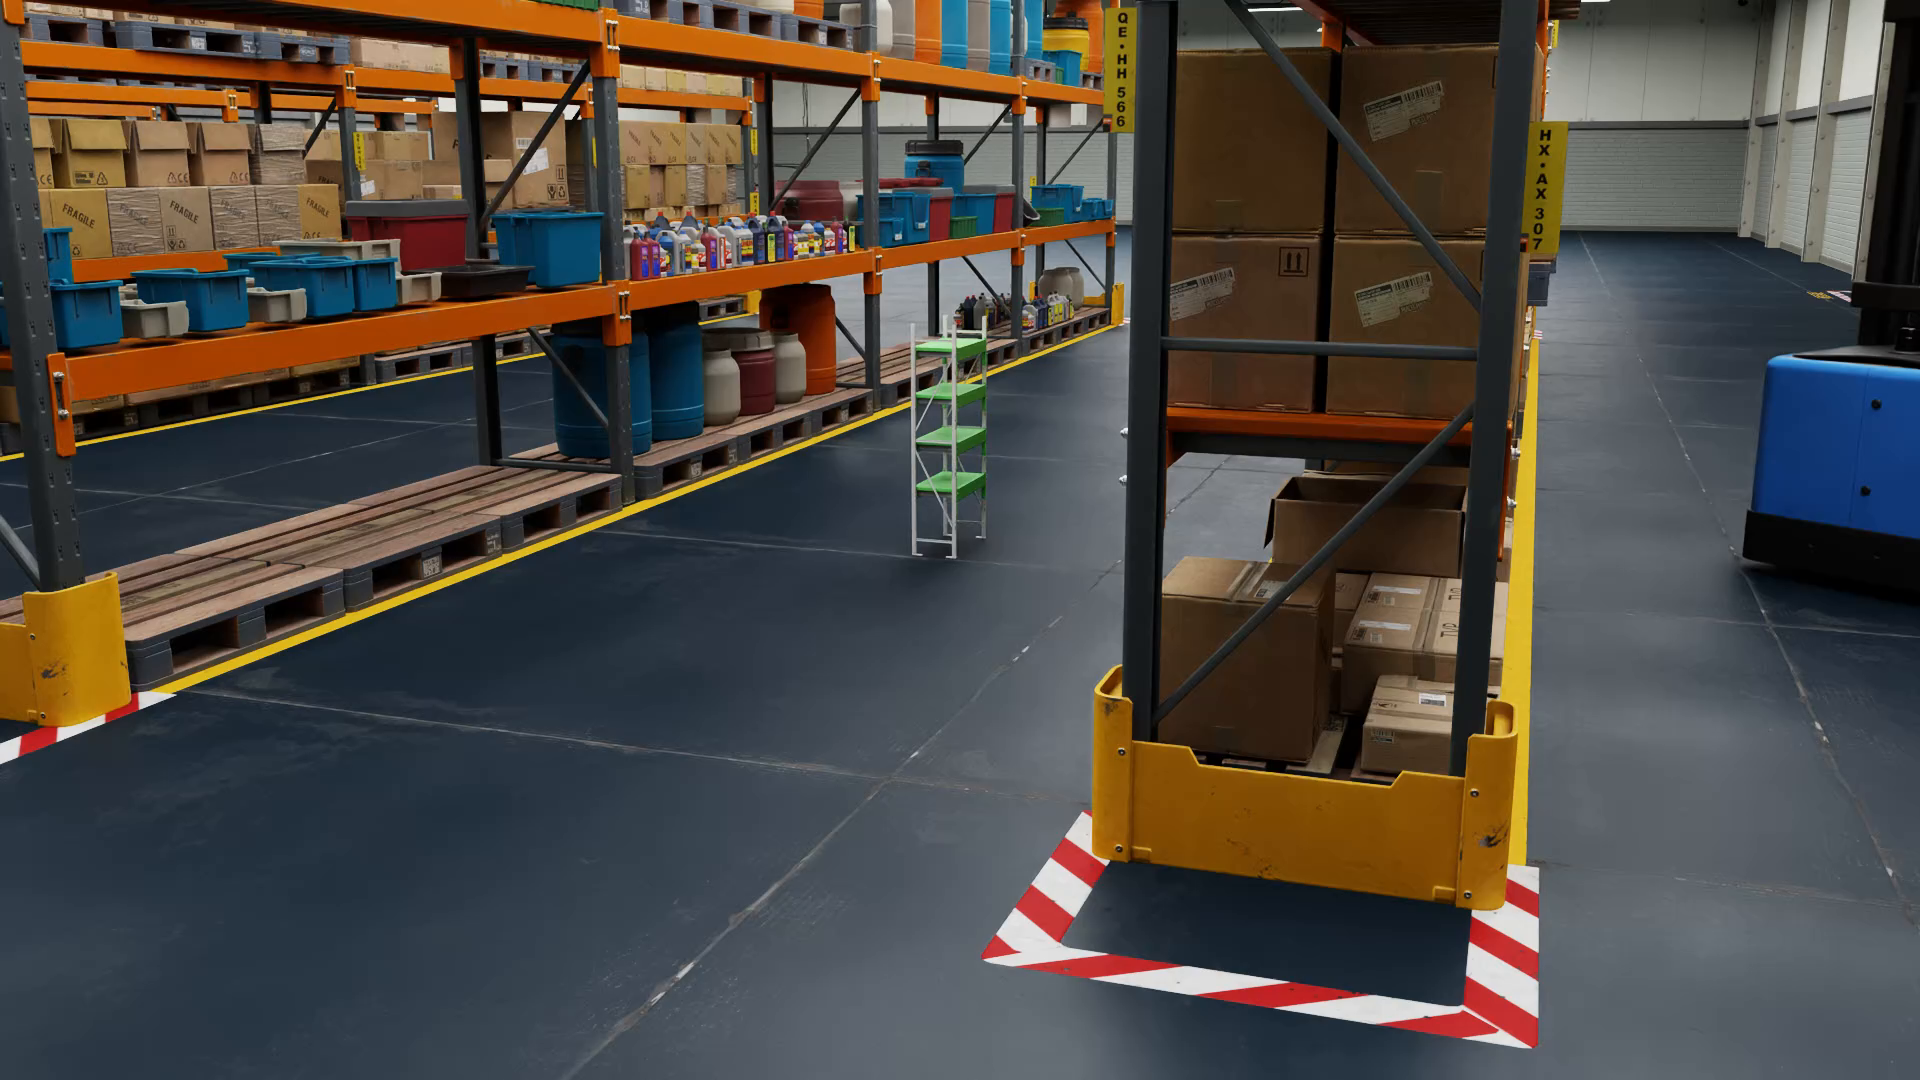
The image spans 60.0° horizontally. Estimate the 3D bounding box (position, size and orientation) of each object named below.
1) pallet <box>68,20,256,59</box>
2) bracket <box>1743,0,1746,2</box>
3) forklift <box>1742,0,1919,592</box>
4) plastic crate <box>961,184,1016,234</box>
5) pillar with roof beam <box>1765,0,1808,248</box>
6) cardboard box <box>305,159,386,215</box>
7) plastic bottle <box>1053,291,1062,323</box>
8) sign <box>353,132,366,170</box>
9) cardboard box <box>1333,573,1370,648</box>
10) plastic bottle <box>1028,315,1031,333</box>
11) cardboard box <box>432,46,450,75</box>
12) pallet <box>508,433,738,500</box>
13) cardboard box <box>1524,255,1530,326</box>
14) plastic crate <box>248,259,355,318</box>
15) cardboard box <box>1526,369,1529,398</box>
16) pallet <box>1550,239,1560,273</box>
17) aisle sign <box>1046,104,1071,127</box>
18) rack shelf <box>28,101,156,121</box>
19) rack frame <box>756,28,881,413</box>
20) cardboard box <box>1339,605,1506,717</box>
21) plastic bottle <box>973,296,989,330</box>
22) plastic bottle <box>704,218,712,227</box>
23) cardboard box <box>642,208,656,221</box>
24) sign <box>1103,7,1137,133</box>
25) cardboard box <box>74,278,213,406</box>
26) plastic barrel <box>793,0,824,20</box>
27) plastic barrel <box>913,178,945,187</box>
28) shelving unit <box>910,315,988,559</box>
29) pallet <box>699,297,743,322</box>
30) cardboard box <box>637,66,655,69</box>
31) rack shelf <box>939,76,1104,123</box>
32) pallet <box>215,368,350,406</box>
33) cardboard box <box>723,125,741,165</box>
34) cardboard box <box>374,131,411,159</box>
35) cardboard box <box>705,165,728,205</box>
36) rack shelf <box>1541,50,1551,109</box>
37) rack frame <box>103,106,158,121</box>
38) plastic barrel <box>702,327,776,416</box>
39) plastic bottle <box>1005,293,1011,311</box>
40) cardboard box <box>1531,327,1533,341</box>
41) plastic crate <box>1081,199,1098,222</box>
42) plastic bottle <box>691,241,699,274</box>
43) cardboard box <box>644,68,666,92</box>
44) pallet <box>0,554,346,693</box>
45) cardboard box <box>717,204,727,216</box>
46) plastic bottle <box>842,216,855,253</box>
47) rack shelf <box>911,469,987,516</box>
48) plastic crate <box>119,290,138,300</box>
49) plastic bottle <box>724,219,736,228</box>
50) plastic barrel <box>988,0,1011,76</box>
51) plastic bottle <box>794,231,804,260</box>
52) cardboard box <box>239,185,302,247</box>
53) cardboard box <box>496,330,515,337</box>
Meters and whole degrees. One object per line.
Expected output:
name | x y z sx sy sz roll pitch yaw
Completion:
pallet | -6.344 -3.900 13.019 1.003 0.211 1.213 5 14 21
bracket | 21.495 -14.794 45.492 0.076 0.066 3.189 4 14 18
forklift | 5.377 -1.388 8.483 3.031 2.935 1.130 -10 16 -37
plastic crate | 0.287 -3.298 16.552 0.402 0.464 0.583 4 14 18
pillar with roof beam | 15.107 -11.598 39.579 9.100 9.000 0.400 4 14 18
cardboard box | -5.690 -3.275 15.428 0.500 0.500 0.500 3 13 11
plastic bottle | 1.067 -2.622 18.700 0.144 0.351 0.185 5 14 21
sign | -5.300 -3.430 14.674 0.100 0.325 0.005 4 14 18
cardboard box | 1.236 0.289 6.170 0.500 0.250 0.500 4 14 18
plastic bottle | 0.705 -2.298 17.615 0.097 0.201 0.097 0 13 0
cardboard box | -5.110 -4.592 15.962 0.500 0.250 0.500 5 14 20
pallet | -2.145 -0.506 10.732 1.003 0.211 1.213 4 14 18
cardboard box | 2.003 -1.057 6.653 0.500 0.500 0.500 5 14 20
plastic crate | -2.911 -1.117 7.383 0.416 0.233 0.300 4 14 18
cardboard box | 4.155 -1.250 12.961 0.500 0.250 0.500 4 13 17
pallet | 3.393 -1.950 11.221 1.213 0.211 1.003 4 14 18
aisle sign | 1.195 -5.537 20.662 0.394 0.787 0.004 4 14 18
rack shelf | -13.262 -5.994 23.382 1.077 0.370 4.000 4 14 18
rack frame | -1.140 -2.549 13.413 1.000 3.000 0.127 4 14 18
cardboard box | 1.564 0.420 5.597 0.500 0.250 0.500 4 14 18
plastic bottle | 0.226 -2.460 17.988 0.144 0.351 0.185 4 14 18
plastic bottle | -1.897 -2.253 12.380 0.061 0.283 0.133 4 14 18
cardboard box | -3.838 -3.858 19.714 0.380 0.149 0.250 4 14 18
sign | 0.439 -1.269 4.496 0.100 0.325 0.005 4 14 18
cardboard box | -6.644 -1.556 12.896 1.225 0.875 0.875 4 13 16
plastic barrel | -1.326 -4.306 12.462 0.600 0.830 0.708 4 14 18
plastic barrel | -0.363 -3.271 16.274 0.433 0.535 0.433 0 13 0
shelving unit | -0.054 -0.550 8.702 0.258 1.200 0.503 4 14 18
pallet | -3.559 -3.046 21.857 1.003 0.211 1.213 4 14 18
cardboard box | -3.799 -5.598 19.475 0.380 0.149 0.250 4 13 17
rack shelf | 0.801 -4.924 18.694 1.077 0.370 4.000 4 14 18
pallet | -6.153 -1.385 14.582 1.003 0.211 1.213 4 14 18
cardboard box | -3.182 -5.137 21.614 0.500 0.500 0.500 4 14 18
cardboard box | -8.146 -5.370 23.009 0.875 0.550 0.550 4 14 18
cardboard box | -3.490 -4.556 21.313 0.875 0.500 0.500 4 14 18
rack shelf | 4.193 -3.724 13.438 1.077 0.370 4.000 4 14 18
rack frame | -12.615 -5.303 25.481 1.000 3.000 0.127 4 14 18
plastic barrel | -1.647 -1.236 12.136 0.600 0.588 0.708 4 14 18
plastic bottle | 0.567 -2.758 19.473 0.097 0.271 0.097 0 13 0
cardboard box | 5.444 -2.078 16.588 0.500 0.250 0.500 4 14 18
plastic crate | 1.354 -3.897 19.656 0.499 0.251 0.408 4 14 18
plastic bottle | -1.711 -1.799 10.577 0.097 0.201 0.097 0 13 0
cardboard box | -3.807 -5.429 19.627 0.500 0.250 0.500 4 13 16
pallet | -3.425 0.325 7.092 1.003 0.211 1.213 4 14 18
cardboard box | -3.249 -4.283 21.578 0.380 0.149 0.250 4 14 18
plastic bottle | -0.867 -2.376 12.918 0.061 0.283 0.133 4 14 18
rack shelf | -0.054 -0.254 8.769 0.258 0.148 0.480 4 14 18
plastic crate | -3.528 -1.010 7.128 0.396 0.136 0.243 4 14 18
plastic bottle | -1.741 -2.294 12.586 0.097 0.271 0.097 0 13 0
plastic barrel | 0.195 -4.975 16.176 0.600 0.901 0.708 4 14 18
plastic bottle | -1.185 -2.141 12.075 0.097 0.201 0.097 0 13 0
cardboard box | -5.918 -2.728 13.973 0.500 0.500 0.500 4 14 18
cardboard box | -5.104 -2.399 17.384 0.700 0.500 0.500 3 13 14
